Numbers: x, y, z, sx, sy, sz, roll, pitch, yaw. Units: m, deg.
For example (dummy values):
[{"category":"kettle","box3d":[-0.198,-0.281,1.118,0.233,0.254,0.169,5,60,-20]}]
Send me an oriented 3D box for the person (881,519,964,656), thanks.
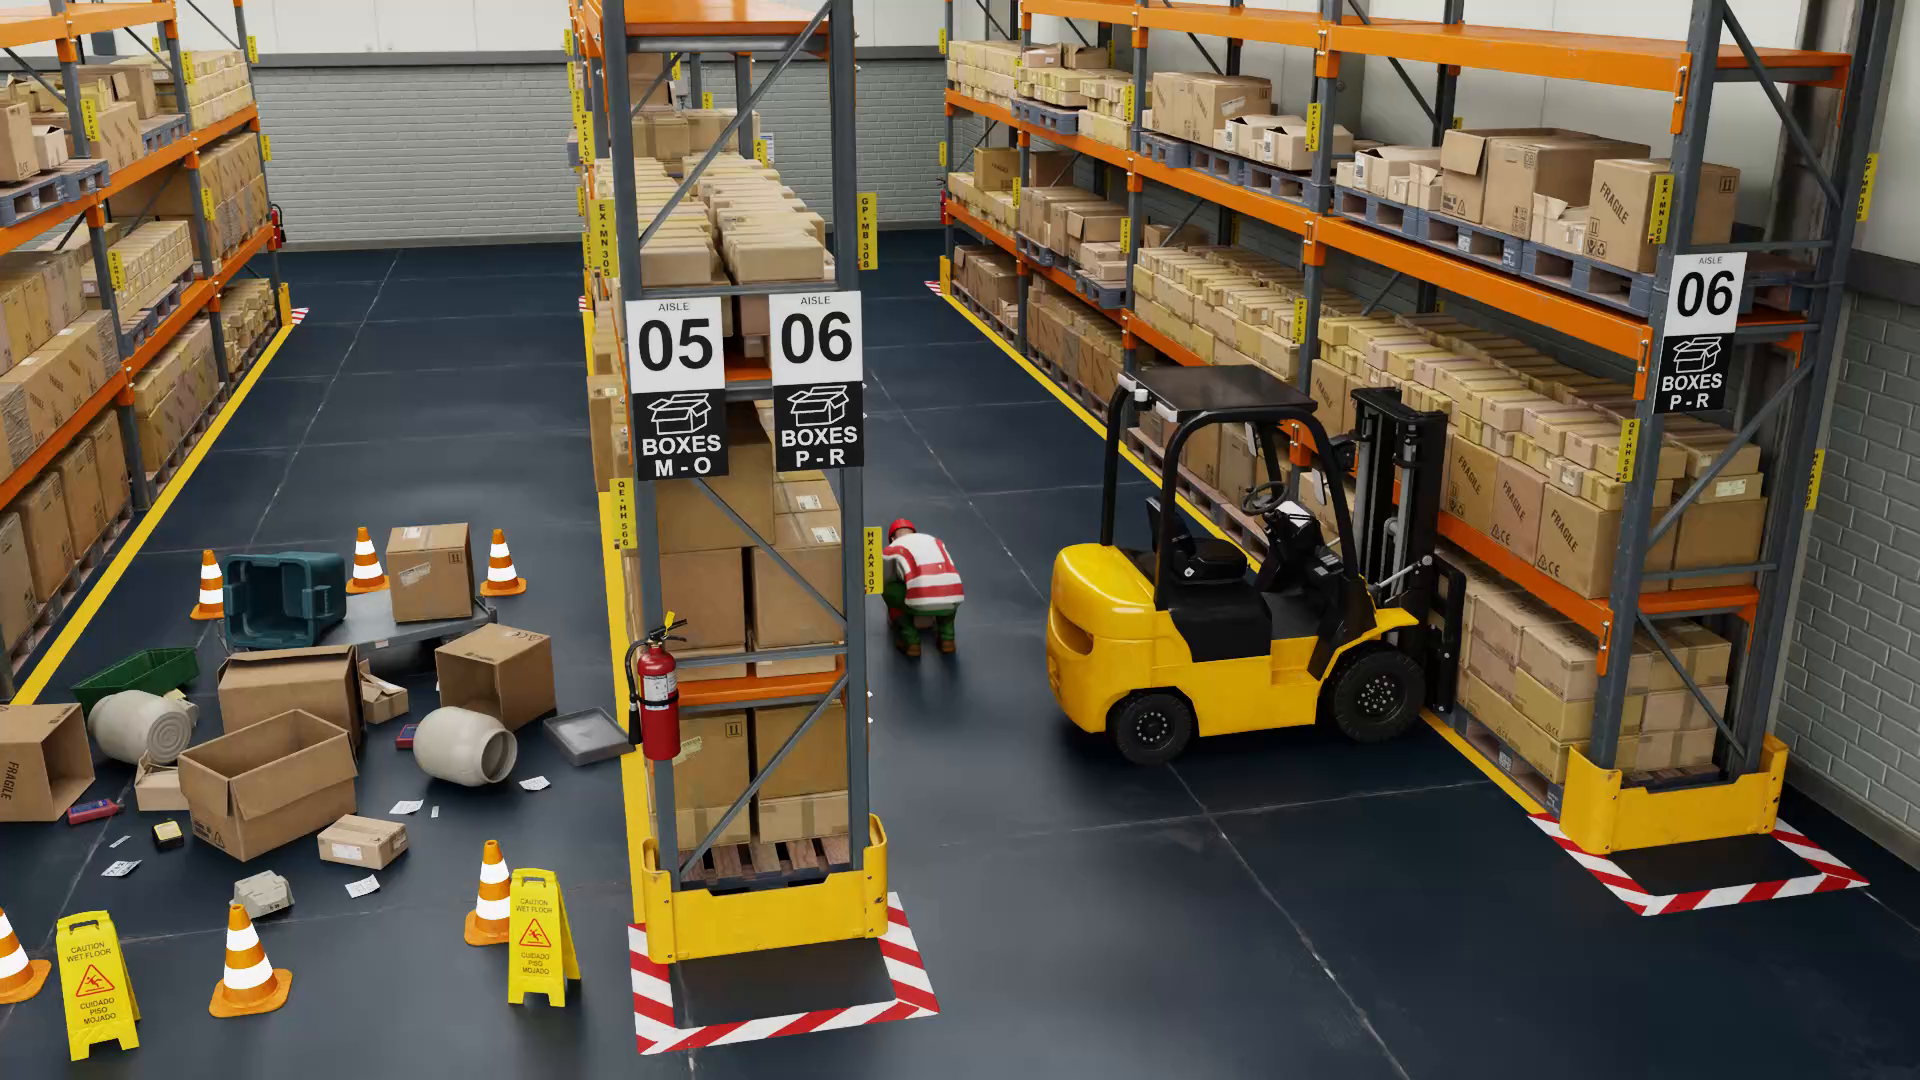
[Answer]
[{"category":"person","box3d":[-0.277,0.370,11.634,0.532,0.864,0.930,-5,20,-15]}]
